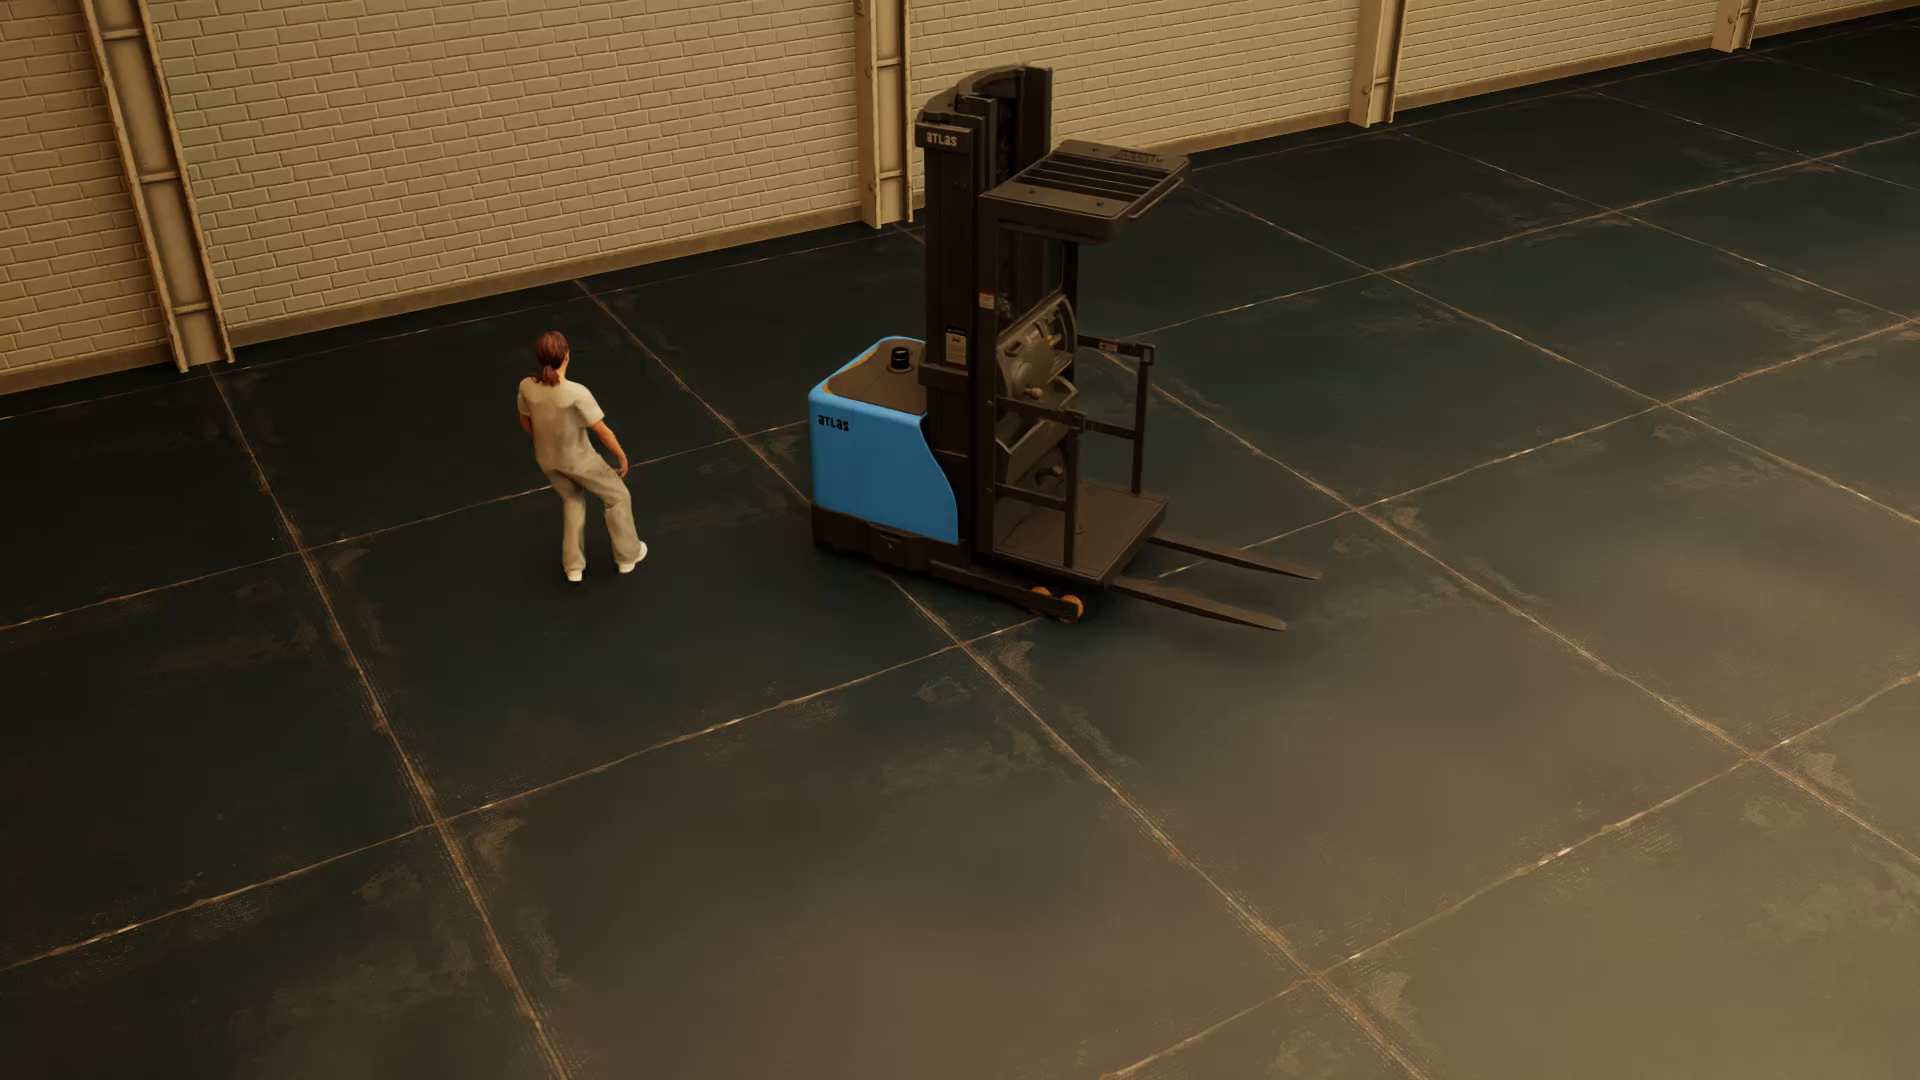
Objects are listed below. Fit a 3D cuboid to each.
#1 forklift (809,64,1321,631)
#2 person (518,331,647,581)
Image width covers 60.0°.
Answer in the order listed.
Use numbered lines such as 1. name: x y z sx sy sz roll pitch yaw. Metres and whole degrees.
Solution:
1. forklift: 0.624 -1.083 9.456 3.031 2.935 1.130 15 34 24
2. person: -2.222 -0.518 9.788 0.600 1.635 0.613 9 32 15
